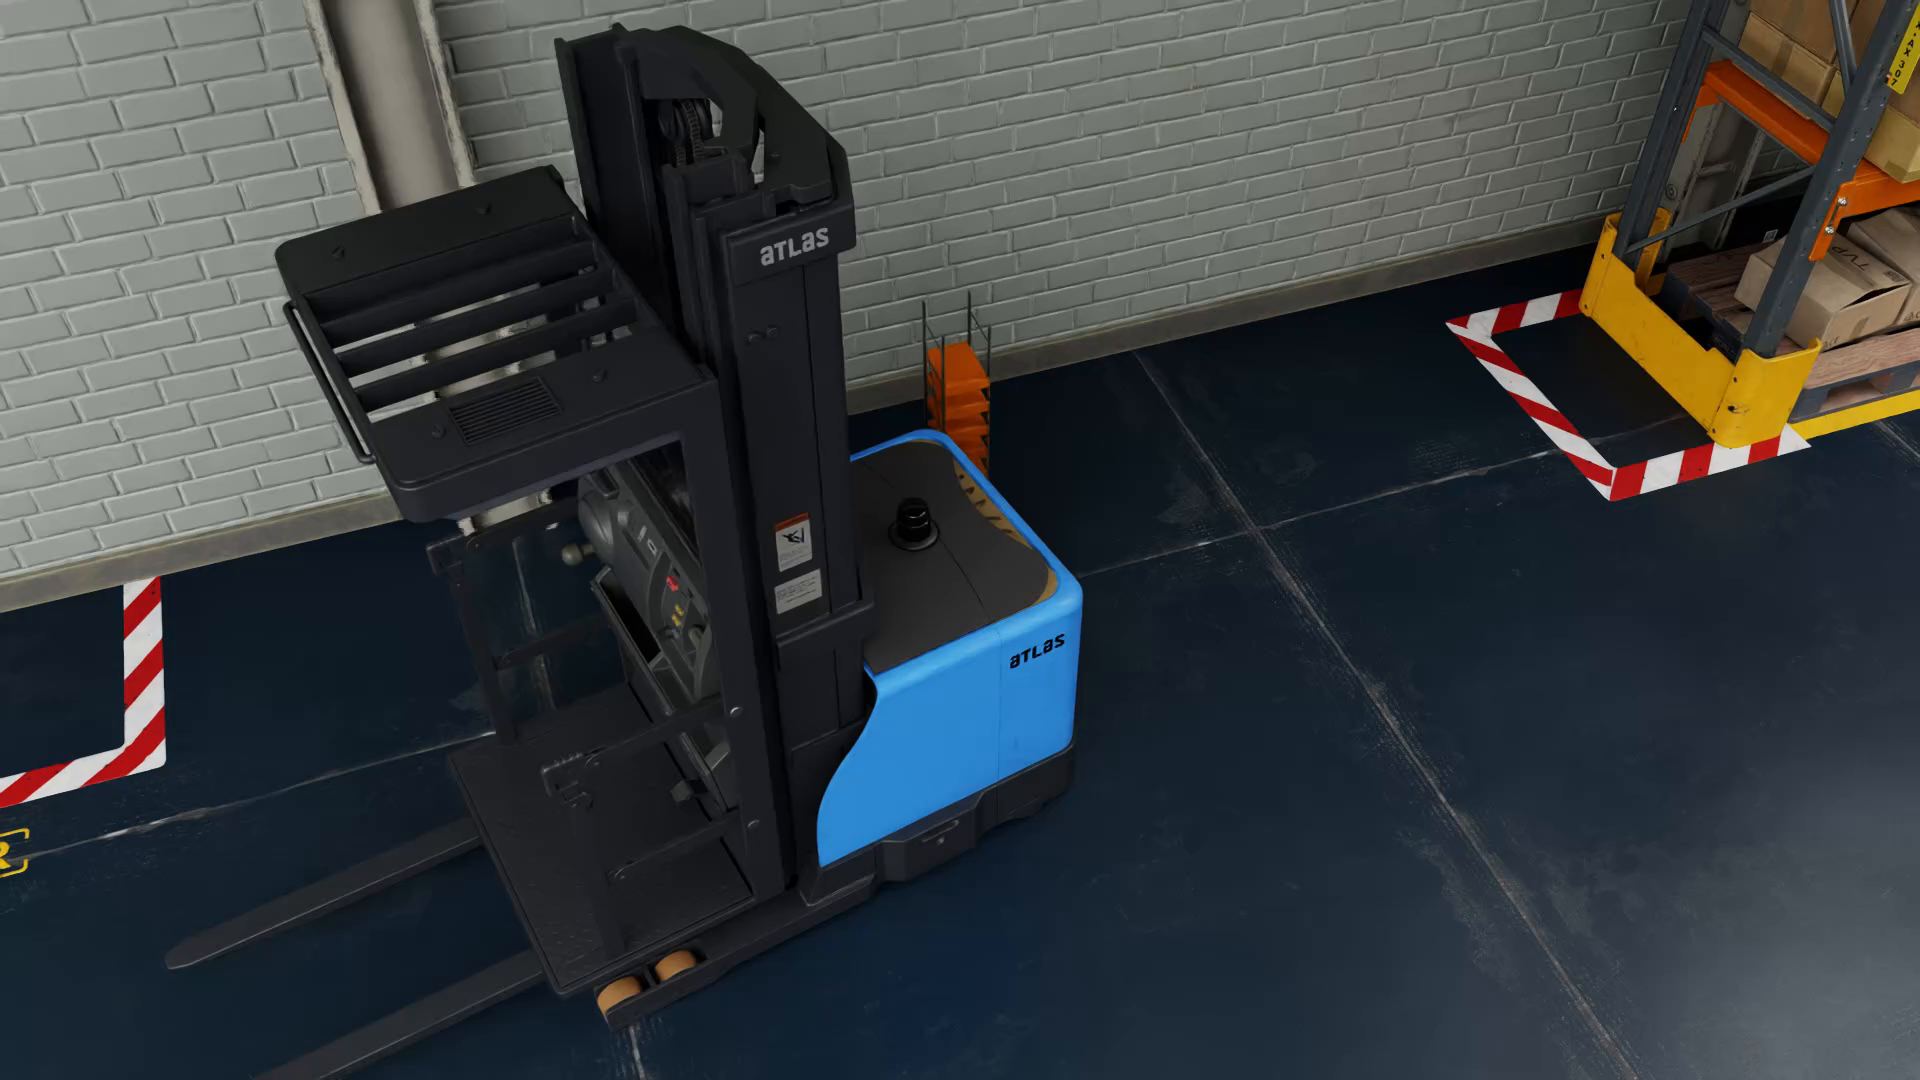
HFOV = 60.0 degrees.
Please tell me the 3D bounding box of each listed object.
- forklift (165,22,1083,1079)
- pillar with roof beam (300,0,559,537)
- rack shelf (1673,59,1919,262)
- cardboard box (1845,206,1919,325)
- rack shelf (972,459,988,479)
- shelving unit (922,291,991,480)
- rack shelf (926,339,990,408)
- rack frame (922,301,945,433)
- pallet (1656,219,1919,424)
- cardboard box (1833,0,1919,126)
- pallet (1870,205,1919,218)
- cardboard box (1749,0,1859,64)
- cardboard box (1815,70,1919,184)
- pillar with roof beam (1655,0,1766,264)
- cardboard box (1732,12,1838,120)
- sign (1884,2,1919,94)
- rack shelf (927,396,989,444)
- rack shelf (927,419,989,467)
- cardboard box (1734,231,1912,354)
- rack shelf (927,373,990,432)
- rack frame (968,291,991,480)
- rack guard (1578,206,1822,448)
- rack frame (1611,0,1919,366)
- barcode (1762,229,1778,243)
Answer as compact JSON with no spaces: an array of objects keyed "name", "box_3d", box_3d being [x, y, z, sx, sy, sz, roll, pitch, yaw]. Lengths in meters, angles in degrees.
[{"name":"forklift","box_3d":[-1.112,0.127,4.863,3.031,2.935,1.130,-23,49,-21]},{"name":"pillar with roof beam","box_3d":[-0.495,-0.421,1.126,0.400,9.000,9.100,-14,47,-14]},{"name":"rack shelf","box_3d":[5.203,-2.097,7.539,4.000,0.370,1.077,-14,47,-14]},{"name":"cardboard box","box_3d":[4.540,-1.319,7.844,0.500,0.311,0.500,-11,46,-11]},{"name":"rack shelf","box_3d":[-0.014,-0.304,6.747,0.180,0.103,0.258,-14,47,-14]},{"name":"shelving unit","box_3d":[-0.014,-0.420,6.631,0.189,1.200,0.258,-14,47,-14]},{"name":"rack shelf","box_3d":[-0.014,-0.643,6.407,0.180,0.103,0.258,-14,47,-14]},{"name":"rack frame","box_3d":[-0.100,-0.398,6.609,0.006,1.200,0.240,-14,47,-14]},{"name":"pallet","box_3d":[4.170,-1.075,7.982,1.213,0.211,1.003,-14,47,-14]},{"name":"cardboard box","box_3d":[3.873,-2.003,6.500,0.500,0.500,0.500,-14,47,-14]},{"name":"pallet","box_3d":[5.315,-1.366,8.272,1.213,0.211,1.003,-14,47,-14]},{"name":"cardboard box","box_3d":[3.693,-2.343,6.839,0.500,0.500,0.500,-15,47,-14]},{"name":"cardboard box","box_3d":[3.889,-1.730,6.757,0.500,0.250,0.500,-16,47,-15]},{"name":"pillar with roof beam","box_3d":[5.149,-1.864,2.564,0.400,9.000,9.100,-14,47,-14]},{"name":"cardboard box","box_3d":[3.696,-2.065,7.092,0.500,0.250,0.500,-14,47,-13]},{"name":"sign","box_3d":[3.507,-1.814,6.138,0.005,0.325,0.100,-14,47,-14]},{"name":"rack shelf","box_3d":[-0.014,-0.473,6.577,0.180,0.103,0.258,-14,47,-14]},{"name":"rack shelf","box_3d":[-0.014,-0.389,6.662,0.180,0.103,0.258,-14,47,-14]},{"name":"cardboard box","box_3d":[4.003,-1.182,7.707,0.500,0.311,0.500,-19,48,-18]},{"name":"rack shelf","box_3d":[-0.014,-0.558,6.492,0.180,0.103,0.258,-14,47,-14]},{"name":"rack frame","box_3d":[0.072,-0.442,6.653,0.006,1.200,0.240,-14,47,-14]},{"name":"rack guard","box_3d":[3.394,-1.005,7.708,0.348,0.500,1.175,-14,47,-14]},{"name":"rack frame","box_3d":[3.322,-1.870,6.805,0.127,3.000,1.000,-14,47,-14]},{"name":"barcode","box_3d":[3.885,-1.456,7.974,0.075,0.075,0.001,-14,47,-14]}]
